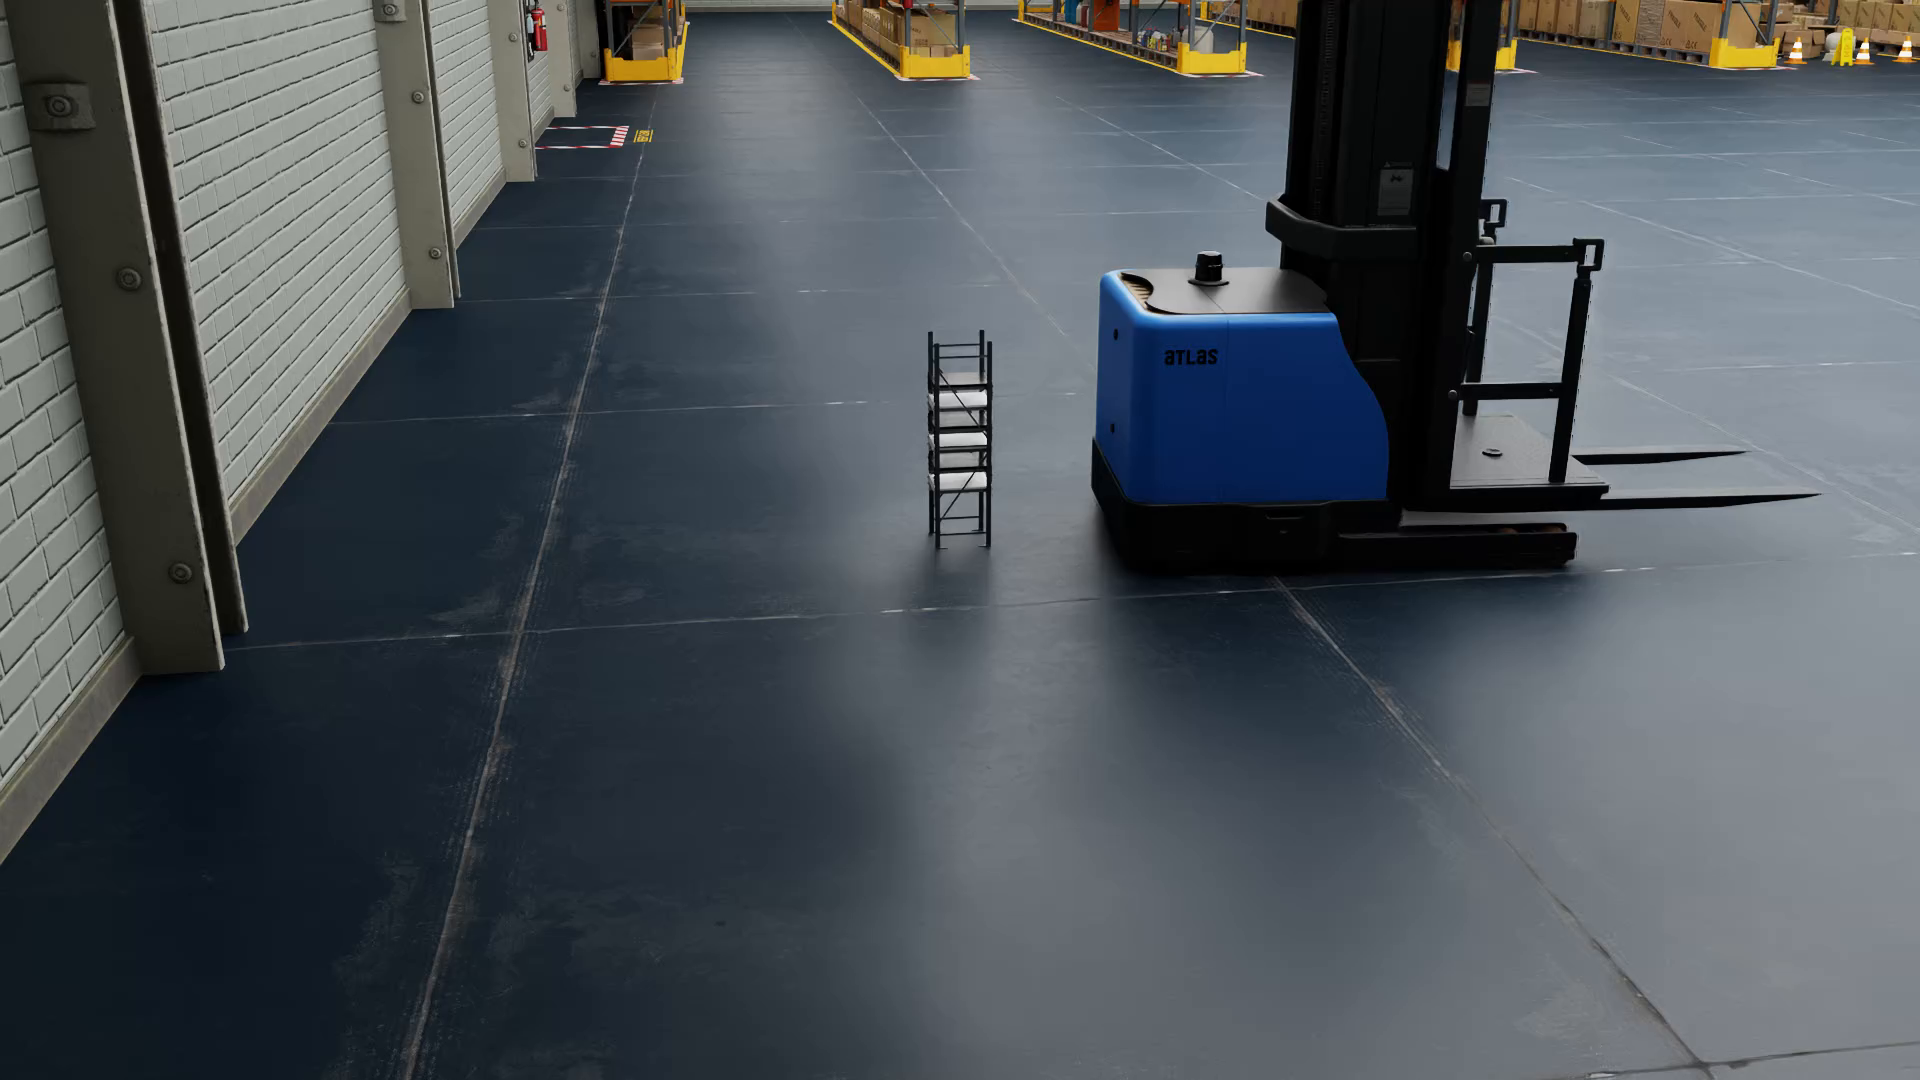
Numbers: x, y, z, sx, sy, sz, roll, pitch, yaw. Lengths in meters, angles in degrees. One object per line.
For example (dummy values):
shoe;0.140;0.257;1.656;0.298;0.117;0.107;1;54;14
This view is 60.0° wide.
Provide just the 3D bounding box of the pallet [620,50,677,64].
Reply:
pallet;-5.779;-8.957;30.896;1.003;0.211;1.213;-3;21;-8

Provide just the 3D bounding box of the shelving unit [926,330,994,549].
shelving unit;-0.001;-0.424;7.066;0.258;0.900;0.210;-3;21;-8

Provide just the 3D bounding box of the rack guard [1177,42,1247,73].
rack guard;4.412;-8.462;29.157;1.175;0.500;0.348;-3;21;-8

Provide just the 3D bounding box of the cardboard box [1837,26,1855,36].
cardboard box;18.419;-10.434;34.195;0.500;0.250;0.500;-4;21;-10

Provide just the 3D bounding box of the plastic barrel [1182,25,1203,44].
plastic barrel;4.227;-9.037;30.082;0.421;0.512;0.421;0;20;0

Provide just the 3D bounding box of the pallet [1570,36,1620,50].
pallet;13.531;-10.416;34.801;1.003;0.211;1.213;-3;21;-8

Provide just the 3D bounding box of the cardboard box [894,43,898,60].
cardboard box;-0.886;-8.612;29.317;0.500;0.250;0.500;-3;21;-8

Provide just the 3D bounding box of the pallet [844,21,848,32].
pallet;-2.260;-12.446;40.239;1.003;0.211;1.213;-3;21;-8

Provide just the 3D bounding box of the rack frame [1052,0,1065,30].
rack frame;2.740;-13.763;39.779;1.000;3.000;0.127;-3;21;-8

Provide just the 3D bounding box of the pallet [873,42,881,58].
pallet;-1.154;-9.692;32.864;1.003;0.211;1.213;-3;21;-8

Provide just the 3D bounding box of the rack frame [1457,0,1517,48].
rack frame;9.371;-9.858;29.324;1.000;3.000;0.127;-3;21;-8

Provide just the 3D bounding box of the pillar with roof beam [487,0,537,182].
pillar with roof beam;-0.301;-8.180;16.257;9.100;9.000;0.400;-3;21;-8

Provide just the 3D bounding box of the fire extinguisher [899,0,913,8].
fire extinguisher;-0.875;-9.259;27.831;0.296;0.674;0.183;-3;21;-8

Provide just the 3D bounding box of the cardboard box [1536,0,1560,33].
cardboard box;13.269;-11.468;36.250;1.050;0.750;0.750;-3;21;-7

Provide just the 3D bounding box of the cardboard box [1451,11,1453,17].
cardboard box;12.170;-13.208;41.767;0.380;0.149;0.250;-3;21;-7

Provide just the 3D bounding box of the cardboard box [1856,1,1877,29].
cardboard box;18.508;-10.600;33.569;0.500;0.500;0.500;-2;21;-6

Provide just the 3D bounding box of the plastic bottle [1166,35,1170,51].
plastic bottle;3.867;-9.250;30.949;0.061;0.283;0.133;-3;21;-8

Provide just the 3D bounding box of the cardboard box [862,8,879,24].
cardboard box;-1.801;-11.105;35.190;0.500;0.311;0.500;-2;21;-6

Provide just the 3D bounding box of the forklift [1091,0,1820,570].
forklift;2.147;-1.439;6.881;3.031;2.935;1.130;-2;21;-4

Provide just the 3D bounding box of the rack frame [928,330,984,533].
rack frame;-0.016;-0.460;7.160;0.240;0.900;0.006;-3;21;-8

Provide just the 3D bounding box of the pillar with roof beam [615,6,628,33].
pillar with roof beam;-3.760;-16.490;38.505;9.100;9.000;0.400;-3;21;-8

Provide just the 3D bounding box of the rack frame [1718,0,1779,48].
rack frame;14.294;-10.074;29.900;1.000;3.000;0.127;-3;21;-8

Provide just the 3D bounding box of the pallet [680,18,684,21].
pallet;-7.275;-12.648;40.778;1.003;0.211;1.213;-3;21;-8

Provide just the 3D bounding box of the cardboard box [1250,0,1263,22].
cardboard box;7.753;-12.994;40.156;1.225;0.875;0.875;-3;21;-8

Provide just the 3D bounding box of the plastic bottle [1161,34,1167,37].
plastic bottle;3.830;-9.427;31.433;0.152;0.276;0.135;-3;21;-8

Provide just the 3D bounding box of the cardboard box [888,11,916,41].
cardboard box;-1.034;-9.309;30.112;0.500;0.500;0.500;-3;21;-8

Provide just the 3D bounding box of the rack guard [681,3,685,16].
rack guard;-7.644;-13.486;42.609;1.175;0.500;0.348;-3;21;-8

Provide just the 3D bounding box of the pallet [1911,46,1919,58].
pallet;19.084;-9.361;31.979;1.003;0.211;1.213;-3;21;-8

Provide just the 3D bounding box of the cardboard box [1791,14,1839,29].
cardboard box;18.416;-11.139;35.909;0.950;0.372;0.625;-2;21;-4

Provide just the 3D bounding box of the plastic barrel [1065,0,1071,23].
plastic barrel;2.802;-12.788;39.566;0.600;0.901;0.708;-3;21;-8

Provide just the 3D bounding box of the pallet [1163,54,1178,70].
pallet;4.300;-8.608;29.961;1.003;0.211;1.213;-3;21;-8

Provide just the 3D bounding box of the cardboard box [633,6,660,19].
cardboard box;-6.100;-10.287;32.343;0.500;0.250;0.500;-3;21;-9

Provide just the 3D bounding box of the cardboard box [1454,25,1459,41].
cardboard box;9.298;-9.101;30.269;0.500;0.500;0.500;1;20;2

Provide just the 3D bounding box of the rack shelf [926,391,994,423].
rack shelf;-0.001;-0.562;7.015;0.258;0.077;0.200;-3;21;-8

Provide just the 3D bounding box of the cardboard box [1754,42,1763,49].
cardboard box;15.787;-9.675;32.742;0.396;0.266;0.258;1;20;2

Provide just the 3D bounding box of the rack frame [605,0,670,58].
rack frame;-5.334;-9.109;27.318;1.000;3.000;0.127;-3;21;-8

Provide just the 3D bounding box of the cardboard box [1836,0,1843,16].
cardboard box;22.293;-13.428;41.853;0.500;0.500;0.500;-3;21;-8

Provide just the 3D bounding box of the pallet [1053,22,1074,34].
pallet;2.810;-12.188;39.546;1.003;0.211;1.213;-3;21;-8

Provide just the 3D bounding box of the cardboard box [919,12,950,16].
cardboard box;-0.448;-9.162;29.718;0.500;0.500;0.500;-3;21;-8

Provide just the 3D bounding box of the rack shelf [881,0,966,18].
rack shelf;-0.721;-9.716;29.970;1.077;0.370;4.000;-3;21;-8

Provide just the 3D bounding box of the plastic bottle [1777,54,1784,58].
plastic bottle;15.871;-9.426;32.366;0.133;0.061;0.283;-11;23;-26

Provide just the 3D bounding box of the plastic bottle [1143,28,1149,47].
plastic bottle;3.599;-9.658;31.946;0.144;0.351;0.185;-2;21;-6

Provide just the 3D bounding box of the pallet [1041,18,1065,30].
pallet;2.596;-12.710;40.944;1.003;0.211;1.213;-3;21;-8

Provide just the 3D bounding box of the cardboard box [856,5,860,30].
cardboard box;-2.027;-11.656;37.081;0.500;0.500;0.500;-4;21;-10

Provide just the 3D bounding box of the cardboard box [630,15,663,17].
cardboard box;-6.191;-10.138;33.017;0.700;0.500;0.500;-3;21;-7

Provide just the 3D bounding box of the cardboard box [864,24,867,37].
cardboard box;-1.727;-10.668;34.823;0.500;0.250;0.500;-3;21;-9

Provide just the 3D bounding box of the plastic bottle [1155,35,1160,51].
plastic bottle;3.742;-9.289;31.064;0.152;0.276;0.135;-3;21;-9

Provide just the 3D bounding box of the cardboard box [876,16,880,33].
cardboard box;-1.351;-10.042;32.344;0.500;0.311;0.500;-3;21;-8
